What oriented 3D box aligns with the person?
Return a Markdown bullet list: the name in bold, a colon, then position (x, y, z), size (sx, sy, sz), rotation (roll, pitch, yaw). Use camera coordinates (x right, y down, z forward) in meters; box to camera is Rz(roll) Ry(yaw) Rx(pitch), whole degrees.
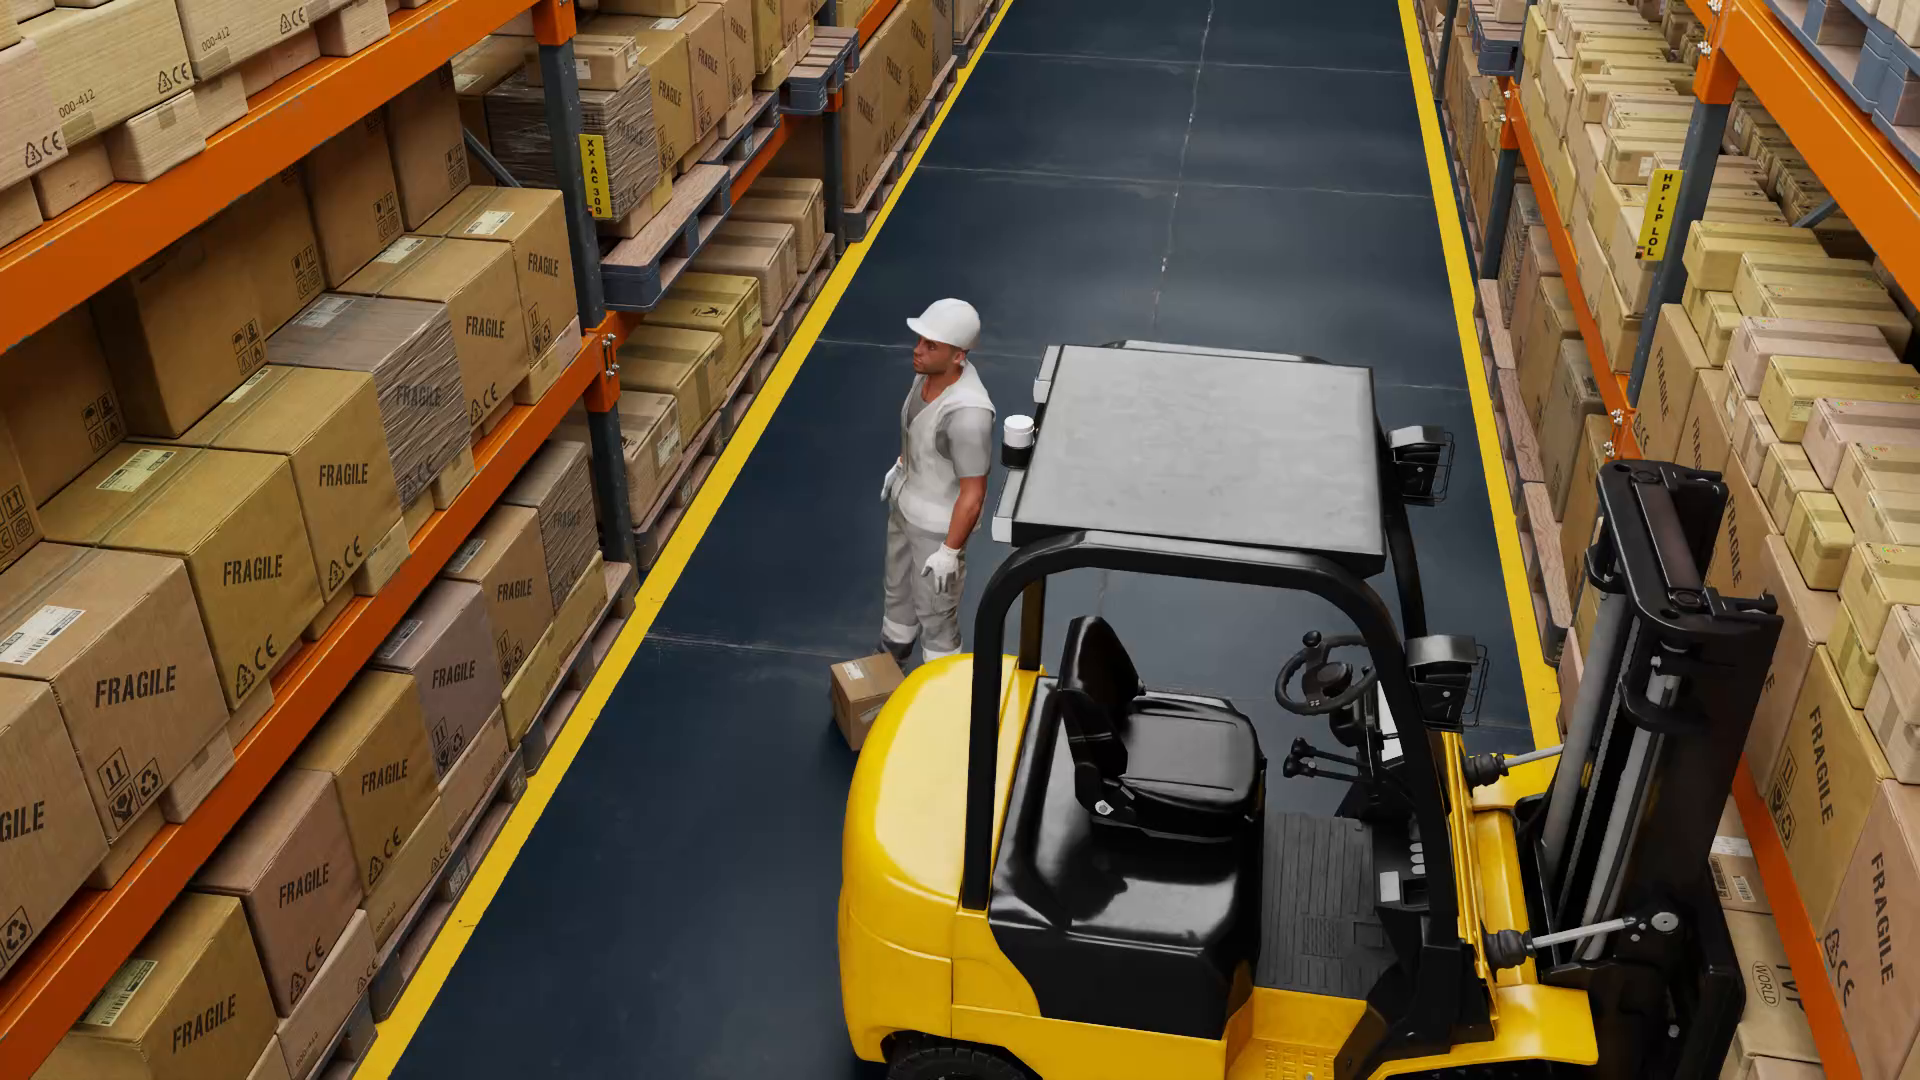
- **person**: position (-0.179, -0.075, 6.216), size (0.564, 1.787, 0.637), rotation (-11, 34, -16)
